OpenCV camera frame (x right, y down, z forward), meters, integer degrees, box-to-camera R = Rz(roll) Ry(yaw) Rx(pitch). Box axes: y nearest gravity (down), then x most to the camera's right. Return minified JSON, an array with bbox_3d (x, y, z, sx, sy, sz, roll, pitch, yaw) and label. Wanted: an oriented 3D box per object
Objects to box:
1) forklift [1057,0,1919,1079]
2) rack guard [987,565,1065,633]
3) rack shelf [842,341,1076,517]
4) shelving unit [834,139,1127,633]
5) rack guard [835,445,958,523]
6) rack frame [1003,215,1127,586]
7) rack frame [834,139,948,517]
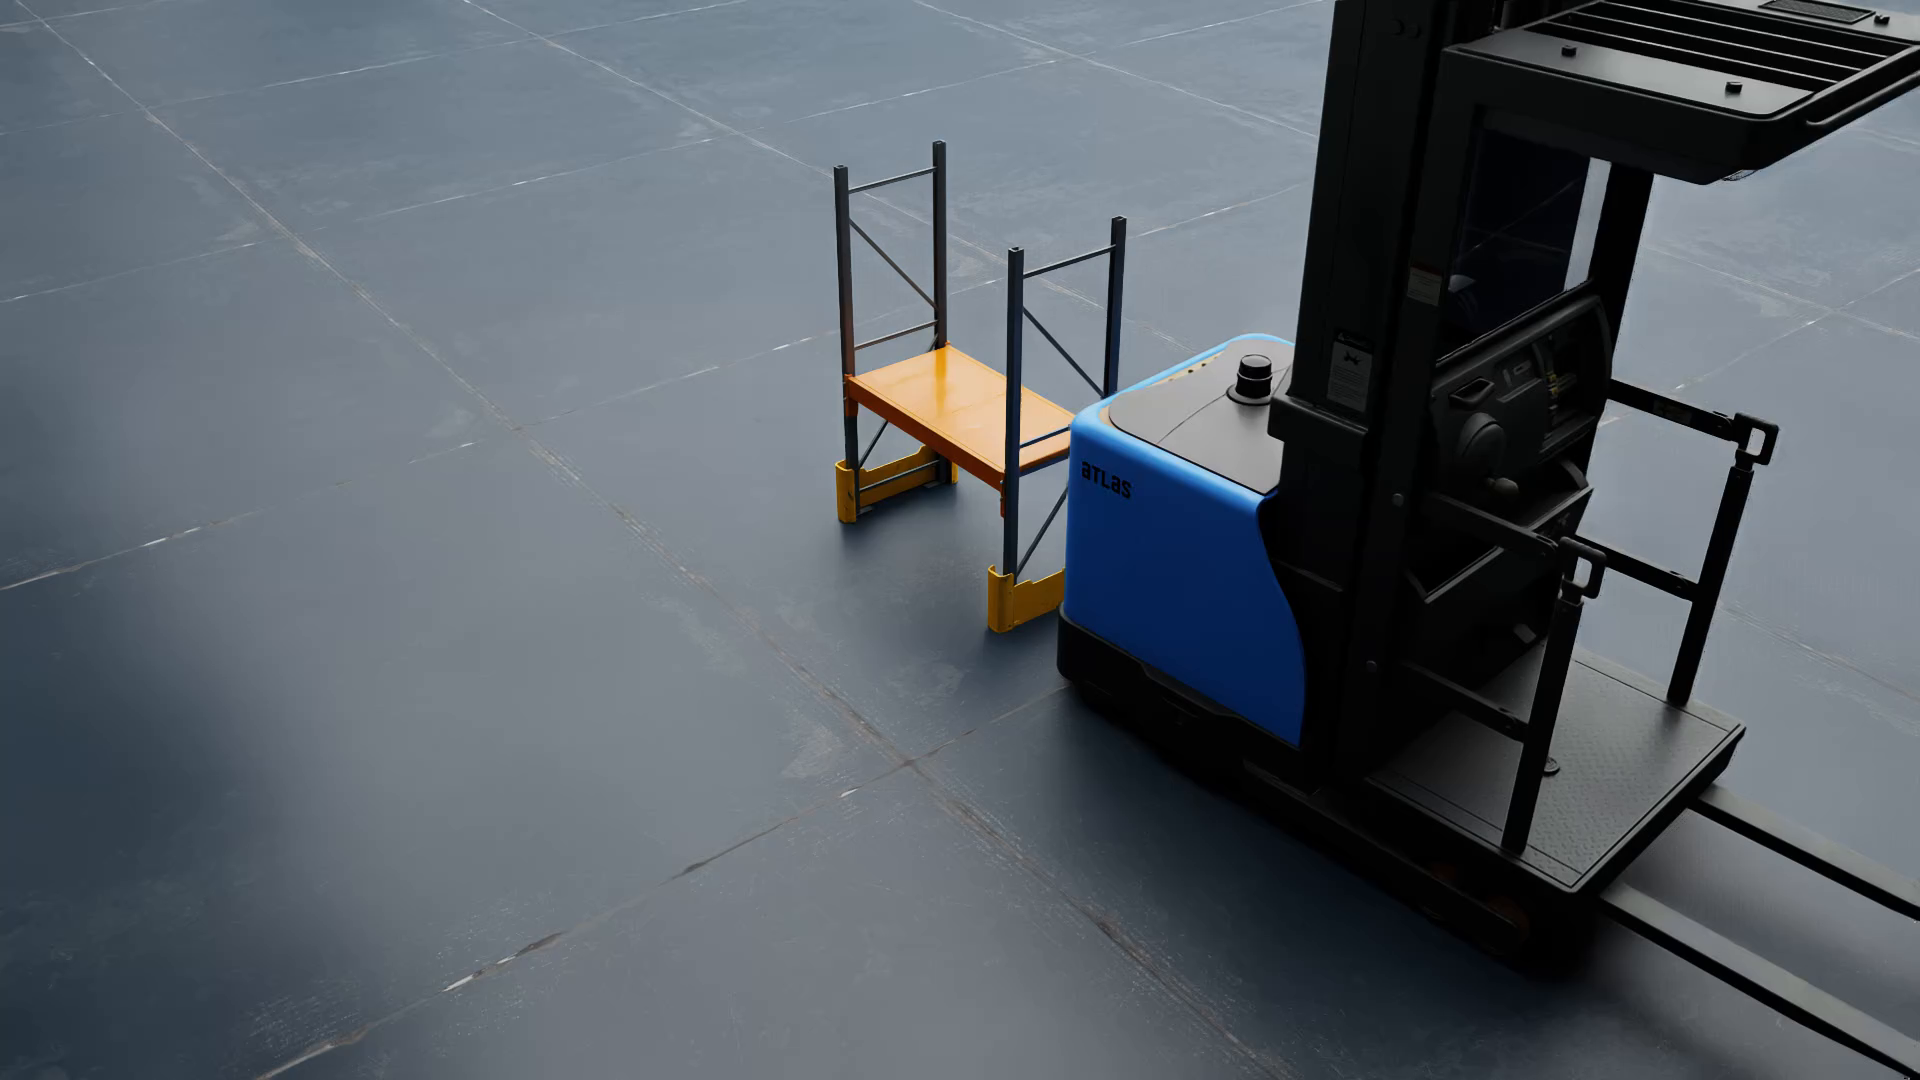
[{"bbox_3d":[1.726,-0.355,4.543,1.130,2.935,3.031,-27,41,-36],"label":"forklift"},{"bbox_3d":[0.352,0.133,6.299,0.587,0.250,0.087,-22,38,-31],"label":"rack guard"},{"bbox_3d":[0.052,-0.449,6.392,0.538,0.185,1.000,-22,38,-31],"label":"rack shelf"},{"bbox_3d":[0.047,-0.605,6.303,0.587,1.500,1.083,-22,38,-31],"label":"shelving unit"},{"bbox_3d":[-0.259,-0.282,6.967,0.587,0.250,0.087,-22,38,-31],"label":"rack guard"},{"bbox_3d":[0.364,-0.390,5.956,0.500,1.500,0.032,-22,38,-31],"label":"rack frame"},{"bbox_3d":[-0.259,-0.813,6.638,0.500,1.500,0.032,-22,38,-31],"label":"rack frame"}]
